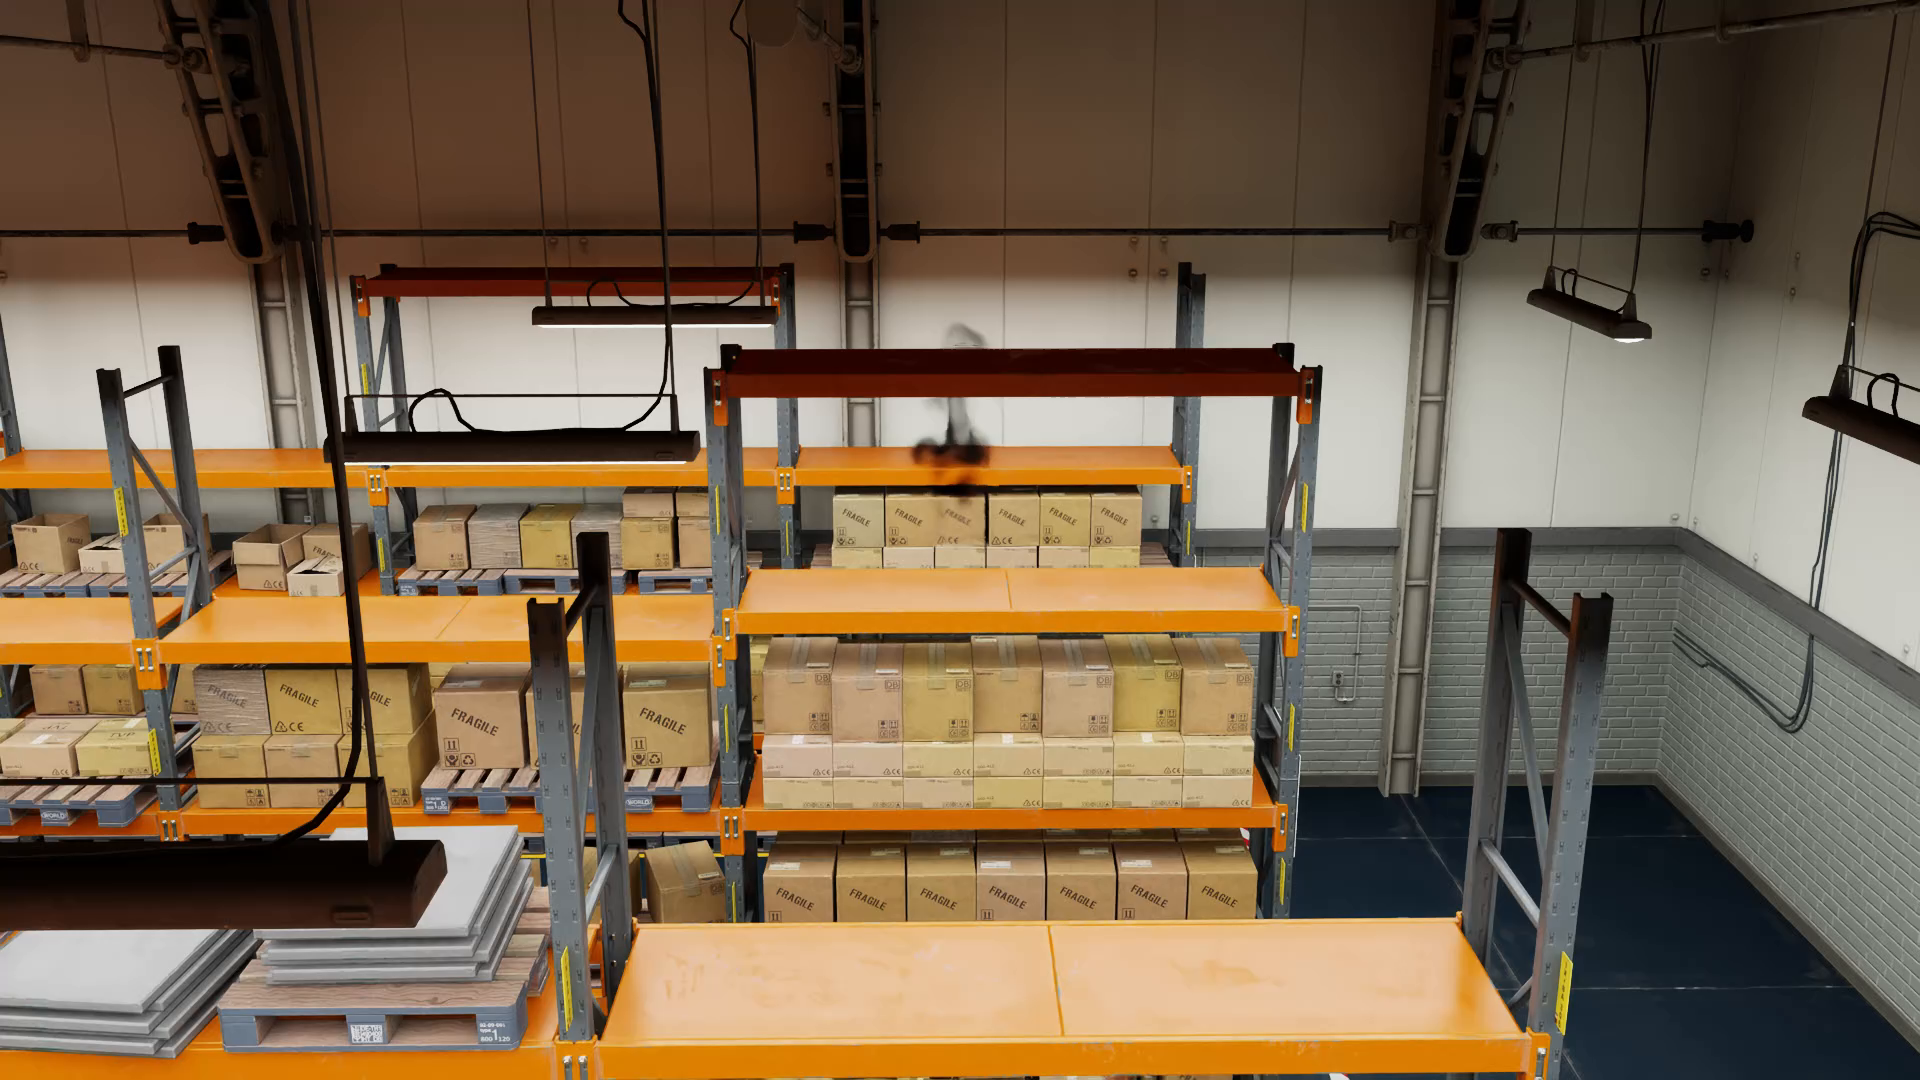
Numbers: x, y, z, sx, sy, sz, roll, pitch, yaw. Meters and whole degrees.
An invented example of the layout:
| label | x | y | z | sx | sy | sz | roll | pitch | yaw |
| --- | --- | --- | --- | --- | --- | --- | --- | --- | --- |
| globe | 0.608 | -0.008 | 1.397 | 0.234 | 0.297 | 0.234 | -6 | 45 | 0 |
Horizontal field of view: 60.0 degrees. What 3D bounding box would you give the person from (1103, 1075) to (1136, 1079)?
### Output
| label | x | y | z | sx | sy | sz | roll | pitch | yaw |
| --- | --- | --- | --- | --- | --- | --- | --- | --- | --- |
| person | 1.111 | 4.166 | 11.137 | 0.899 | 1.752 | 0.678 | -4 | 17 | -13 |
